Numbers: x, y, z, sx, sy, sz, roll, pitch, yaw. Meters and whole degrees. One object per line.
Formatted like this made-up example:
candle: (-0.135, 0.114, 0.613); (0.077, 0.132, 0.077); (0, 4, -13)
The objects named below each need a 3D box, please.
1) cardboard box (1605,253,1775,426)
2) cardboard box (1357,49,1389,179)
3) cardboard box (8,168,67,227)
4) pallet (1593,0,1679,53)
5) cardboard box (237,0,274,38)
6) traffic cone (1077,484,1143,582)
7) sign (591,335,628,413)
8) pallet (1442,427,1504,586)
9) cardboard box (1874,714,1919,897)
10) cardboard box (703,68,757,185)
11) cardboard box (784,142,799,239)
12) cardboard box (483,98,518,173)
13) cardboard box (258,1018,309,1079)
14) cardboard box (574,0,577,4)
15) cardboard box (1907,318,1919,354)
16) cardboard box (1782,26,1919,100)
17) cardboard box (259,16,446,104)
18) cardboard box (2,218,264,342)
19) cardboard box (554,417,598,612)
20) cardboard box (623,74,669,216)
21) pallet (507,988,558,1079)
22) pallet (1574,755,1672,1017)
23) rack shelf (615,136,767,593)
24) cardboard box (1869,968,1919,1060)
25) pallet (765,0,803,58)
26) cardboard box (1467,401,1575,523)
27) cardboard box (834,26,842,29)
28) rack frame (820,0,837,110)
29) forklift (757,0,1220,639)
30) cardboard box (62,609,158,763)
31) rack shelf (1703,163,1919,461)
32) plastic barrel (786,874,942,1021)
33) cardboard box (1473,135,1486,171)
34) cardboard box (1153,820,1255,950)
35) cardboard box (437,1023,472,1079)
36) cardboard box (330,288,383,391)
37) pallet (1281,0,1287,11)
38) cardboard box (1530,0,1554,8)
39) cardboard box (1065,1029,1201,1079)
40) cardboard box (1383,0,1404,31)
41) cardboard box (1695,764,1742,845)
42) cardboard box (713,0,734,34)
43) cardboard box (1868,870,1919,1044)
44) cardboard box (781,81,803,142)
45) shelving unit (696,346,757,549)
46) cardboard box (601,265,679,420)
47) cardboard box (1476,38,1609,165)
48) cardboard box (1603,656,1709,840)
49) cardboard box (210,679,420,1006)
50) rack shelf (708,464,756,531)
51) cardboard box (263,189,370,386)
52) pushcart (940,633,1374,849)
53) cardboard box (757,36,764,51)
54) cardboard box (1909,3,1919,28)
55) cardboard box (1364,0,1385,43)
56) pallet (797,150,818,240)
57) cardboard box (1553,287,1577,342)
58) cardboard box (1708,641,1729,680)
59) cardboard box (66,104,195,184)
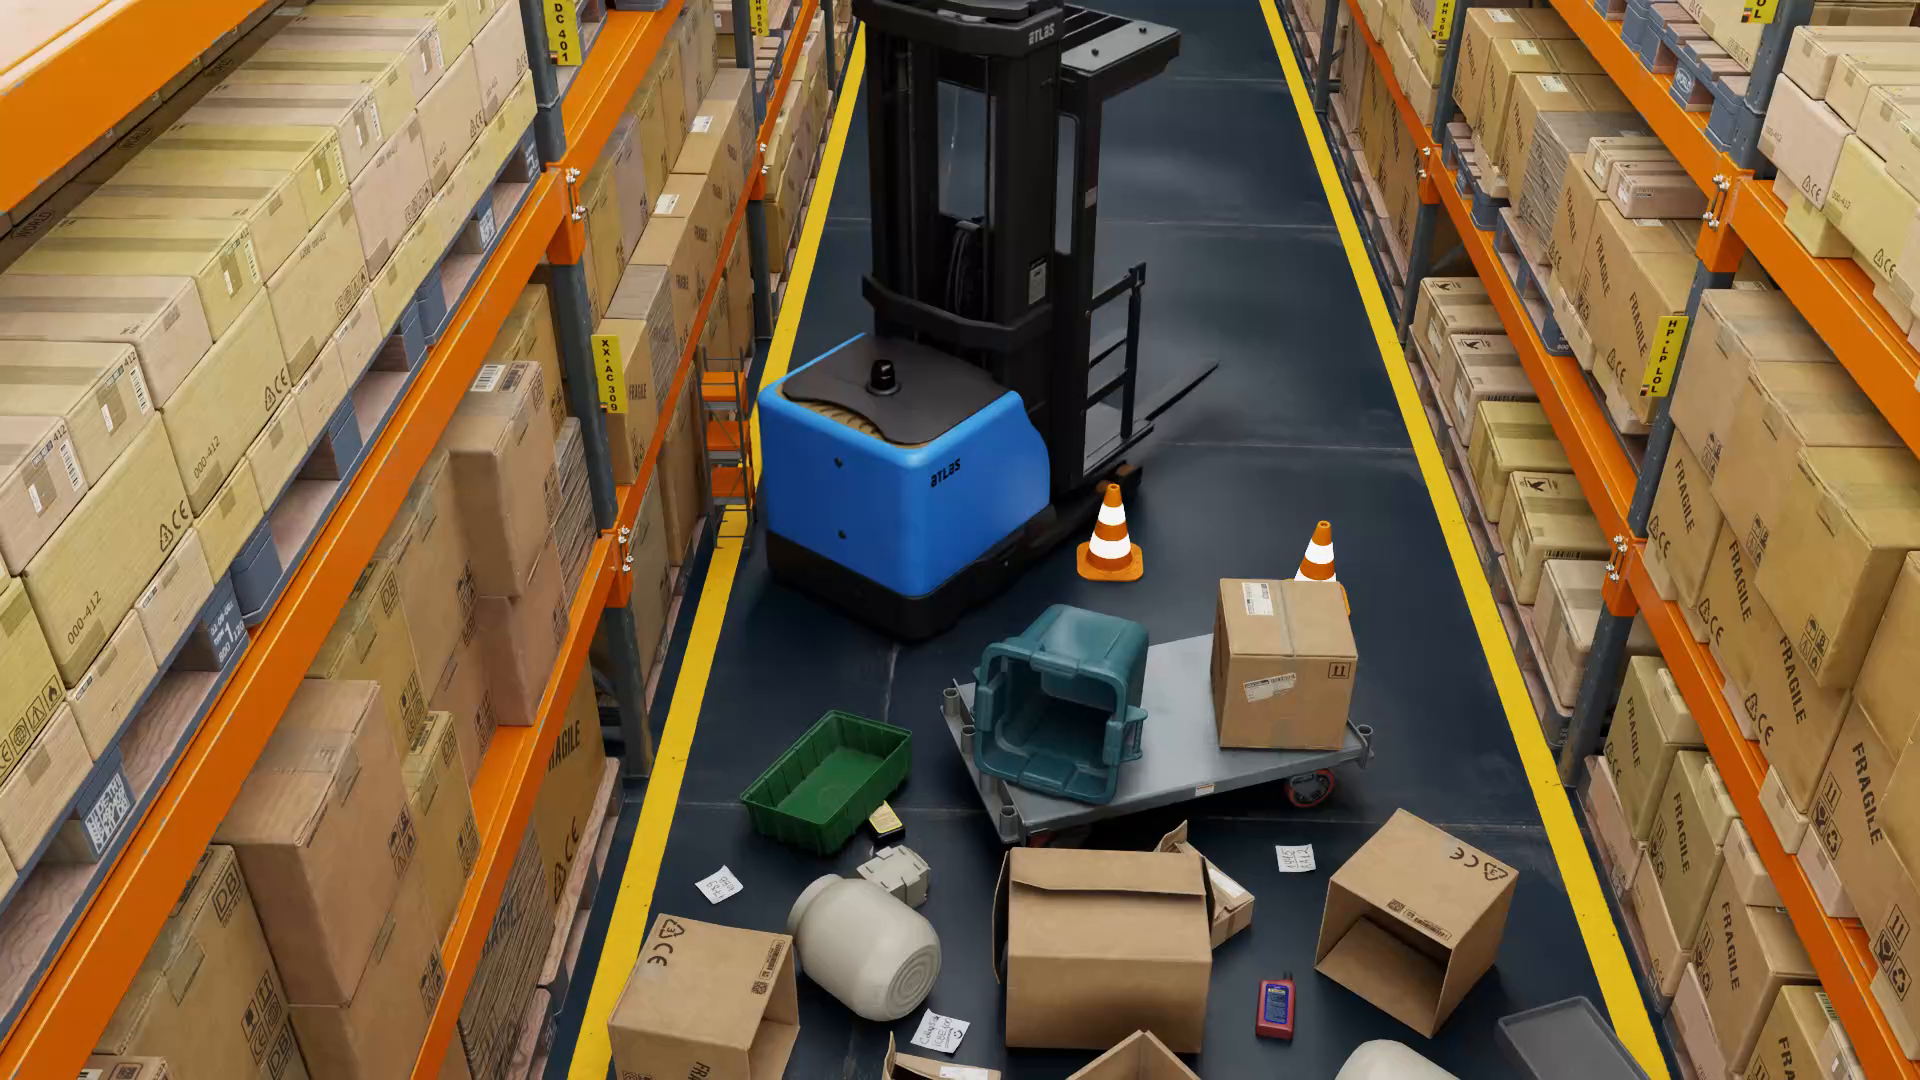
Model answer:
cardboard box: (2.893, -0.784, 6.491); (0.500, 0.500, 0.500); (1, 35, 1)
cardboard box: (3.452, -3.200, 12.123); (0.875, 0.875, 0.875); (2, 35, 3)
cardboard box: (-2.261, -0.823, 3.722); (0.380, 0.149, 0.250); (1, 35, 2)
pallet: (3.274, -2.277, 6.882); (1.213, 0.211, 1.003); (1, 35, 2)
cardboard box: (-2.210, -1.550, 4.757); (0.380, 0.149, 0.250); (1, 35, 1)
traffic cone: (0.767, -0.075, 8.400); (0.336, 0.463, 0.334); (1, 35, 2)
sign: (-1.292, -0.609, 6.132); (0.100, 0.325, 0.005); (1, 35, 2)
pallet: (3.180, -0.188, 8.779); (1.003, 0.211, 1.213); (1, 35, 2)
cardboard box: (2.691, 0.663, 3.928); (0.700, 0.500, 0.500); (1, 35, 1)
cardboard box: (-1.435, -2.309, 9.285); (0.500, 0.500, 0.500); (1, 35, 2)
cardboard box: (-1.385, -2.371, 11.270); (0.500, 0.500, 0.500); (2, 35, 2)
cardboard box: (-1.551, -1.211, 4.967); (0.380, 0.149, 0.250); (2, 35, 3)
cardboard box: (-2.037, 1.471, 3.863); (0.875, 0.550, 0.550); (1, 35, 2)
cardboard box: (-1.557, -2.162, 6.321); (0.250, 0.149, 0.380); (1, 35, 2)
cardboard box: (2.809, -0.539, 4.464); (0.380, 0.149, 0.250); (0, 35, 0)
cardboard box: (2.765, -1.456, 5.075); (0.380, 0.149, 0.250); (1, 35, 1)
cardboard box: (-1.574, -1.248, 4.326); (0.380, 0.149, 0.250); (2, 35, 3)
cardboard box: (-1.623, -0.515, 3.284); (0.380, 0.149, 0.250); (1, 35, 1)
cardboard box: (-1.849, -0.084, 6.076); (0.875, 0.550, 0.550); (1, 35, 2)
cardboard box: (-1.771, -1.846, 7.757); (0.700, 0.500, 0.500); (1, 35, 1)
pallet: (-2.001, 2.044, 5.604); (1.003, 0.211, 1.213); (1, 35, 2)
pallet: (3.112, 1.349, 6.593); (1.003, 0.211, 1.213); (1, 35, 2)
rack shelf: (-1.766, -1.090, 8.263); (1.077, 0.370, 4.000); (1, 35, 2)
cardboard box: (2.726, 1.266, 4.504); (0.380, 0.149, 0.250); (1, 35, 1)
pallet: (-1.647, -3.593, 11.366); (1.003, 0.211, 1.213); (1, 35, 2)
cardboard box: (3.174, -0.389, 8.561); (0.950, 0.372, 0.625); (2, 35, 3)
cardboard box: (-1.220, -4.335, 14.370); (0.380, 0.149, 0.250); (1, 35, 2)
rack frame: (-1.525, -4.831, 12.961); (1.000, 3.000, 0.127); (1, 35, 2)
forklift: (0.334, -1.514, 8.301); (1.130, 2.935, 3.031); (25, 42, 31)
cardboard box: (-1.653, 0.246, 2.894); (0.380, 0.149, 0.250); (1, 35, 2)
rack shelf: (3.024, 0.038, 4.050); (1.077, 0.370, 4.000); (1, 35, 2)
plastic barrel: (-0.359, 1.506, 6.184); (0.512, 0.421, 0.421); (28, 44, 33)
cardboard box: (2.964, -2.045, 8.851); (0.380, 0.149, 0.250); (-1, 35, -1)
cardboard box: (0.927, 1.359, 6.532); (0.258, 0.266, 0.396); (-24, 42, -30)
cardboard box: (-2.012, 1.864, 4.917); (0.875, 0.875, 0.875); (1, 35, 1)
cardboard box: (-1.602, -0.478, 3.925); (0.380, 0.149, 0.250); (1, 35, 2)
pallet: (3.632, -5.471, 16.297); (1.003, 0.211, 1.213); (1, 35, 2)
cardboard box: (3.529, -3.204, 9.690); (0.500, 0.500, 0.500); (0, 35, 0)
cardboard box: (0.484, 2.073, 5.308); (0.797, 0.503, 0.637); (-24, 42, -30)
cardboard box: (3.047, -3.493, 10.753); (0.500, 0.250, 0.500); (0, 35, 1)
cardboard box: (2.727, 0.901, 5.615); (0.380, 0.149, 0.250); (3, 35, 4)
cardboard box: (-1.473, -3.109, 9.847); (0.380, 0.149, 0.250); (1, 35, 2)
cardboard box: (2.738, 1.064, 4.228); (0.500, 0.500, 0.500); (1, 35, 2)
cardboard box: (-1.363, -2.955, 11.448); (0.500, 0.250, 0.500); (2, 35, 2)
shelving unit: (-1.176, -0.457, 8.433); (0.215, 1.050, 0.252); (0, 35, 0)
cardboard box: (-1.537, -0.862, 7.226); (0.500, 0.500, 0.500); (2, 35, 2)
cardboard box: (3.001, -2.258, 8.589); (0.500, 0.500, 0.500); (3, 35, 4)
cardboard box: (2.810, 0.801, 6.322); (0.500, 0.500, 0.500); (3, 35, 4)
cardboard box: (-1.865, 0.711, 4.006); (0.875, 0.550, 0.550); (1, 35, 2)
rack shelf: (-1.176, -0.221, 8.599); (0.215, 0.259, 0.240); (0, 35, 0)
cardboard box: (-1.671, -0.578, 3.720); (0.500, 0.250, 0.500); (1, 35, 2)
pushcart: (0.824, 0.870, 7.129); (1.648, 0.377, 0.936); (-10, 36, -14)
cardboard box: (-1.445, -3.164, 10.442); (0.380, 0.149, 0.250); (3, 35, 4)
cardboard box: (3.528, -1.843, 5.865); (0.500, 0.250, 0.500); (0, 35, 1)
cardboard box: (3.059, -3.588, 11.323); (0.500, 0.250, 0.500); (1, 35, 1)
pallet: (-1.601, -2.540, 12.126); (1.003, 0.211, 1.213); (1, 35, 2)
cardboard box: (2.858, -0.996, 7.358); (0.380, 0.149, 0.250); (2, 35, 2)
cardboard box: (2.832, 0.397, 5.740); (0.380, 0.149, 0.250); (1, 35, 2)
cardboard box: (-2.184, -0.881, 4.151); (0.500, 0.250, 0.500); (1, 35, 1)
